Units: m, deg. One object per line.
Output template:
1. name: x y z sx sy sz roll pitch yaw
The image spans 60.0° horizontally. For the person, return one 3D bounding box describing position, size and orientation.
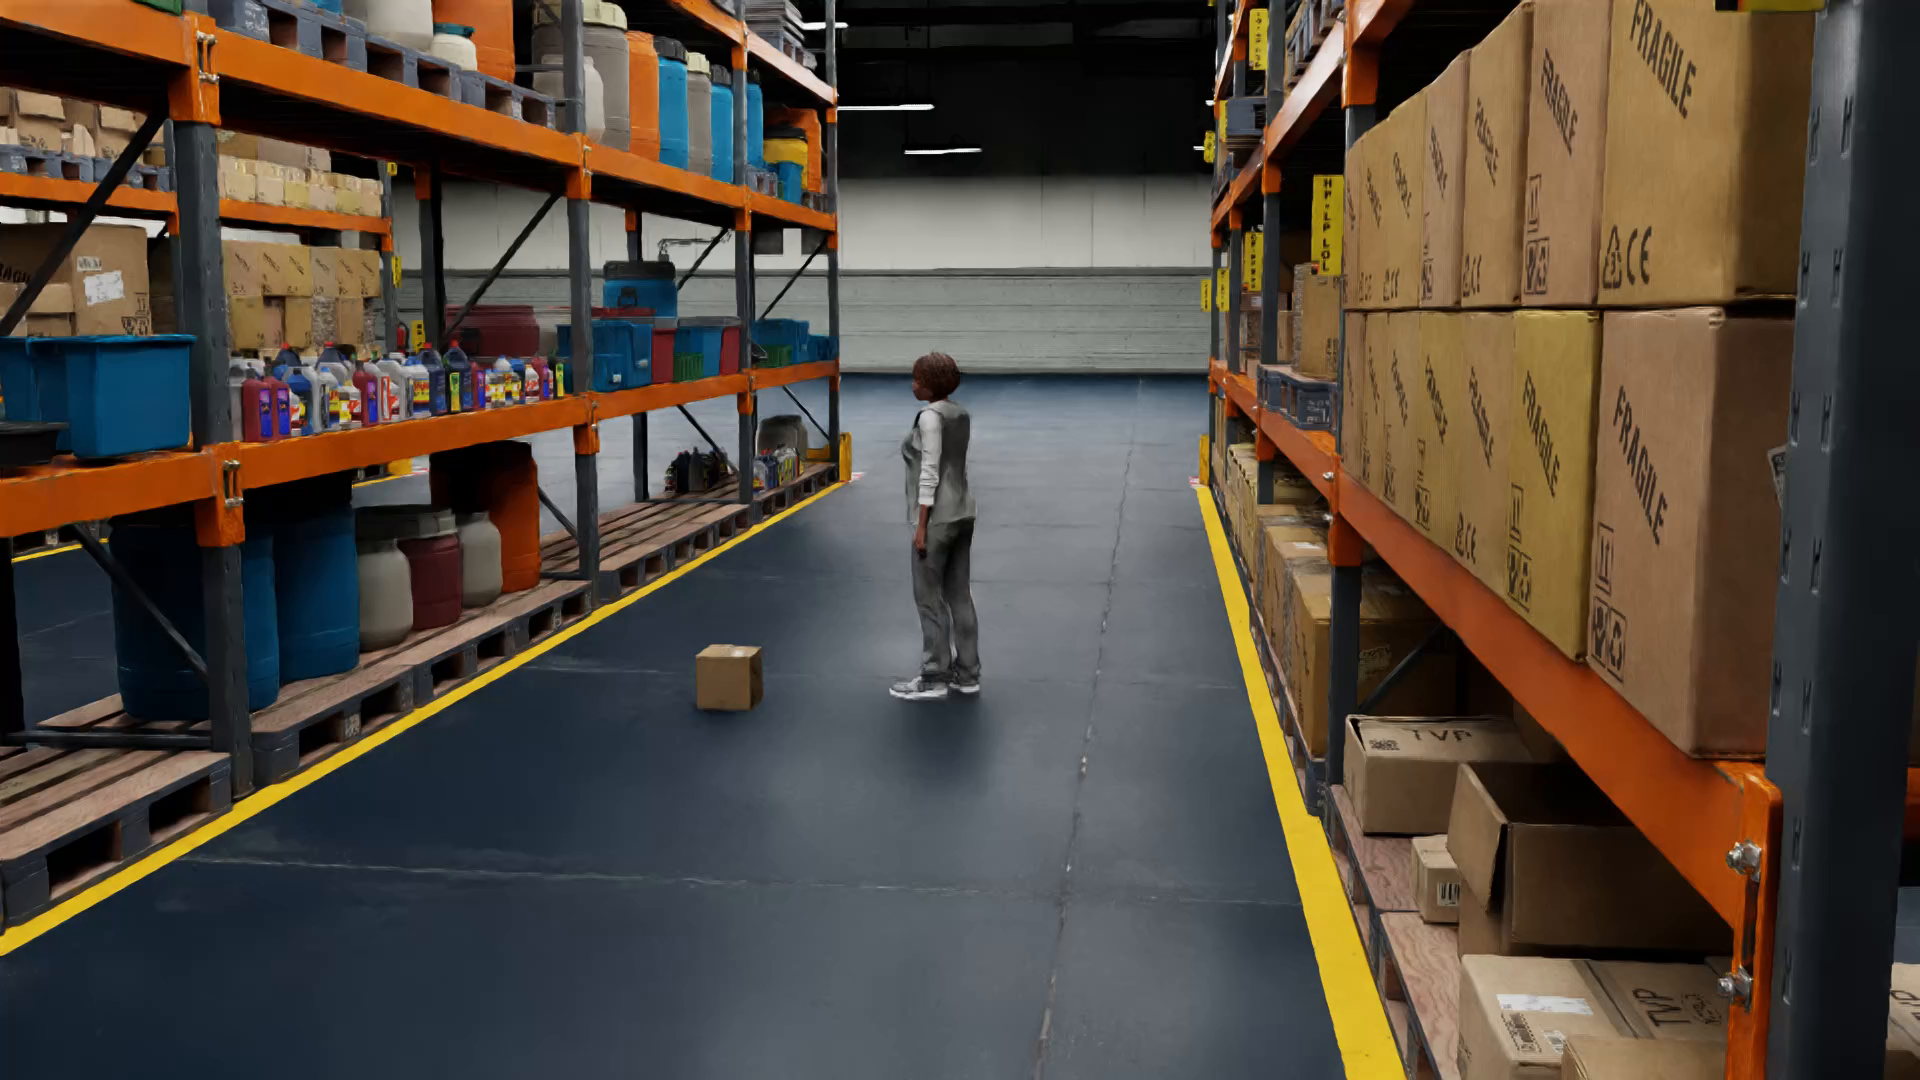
1. person: -0.087 -0.070 7.704 0.369 1.600 0.434 4 9 28
